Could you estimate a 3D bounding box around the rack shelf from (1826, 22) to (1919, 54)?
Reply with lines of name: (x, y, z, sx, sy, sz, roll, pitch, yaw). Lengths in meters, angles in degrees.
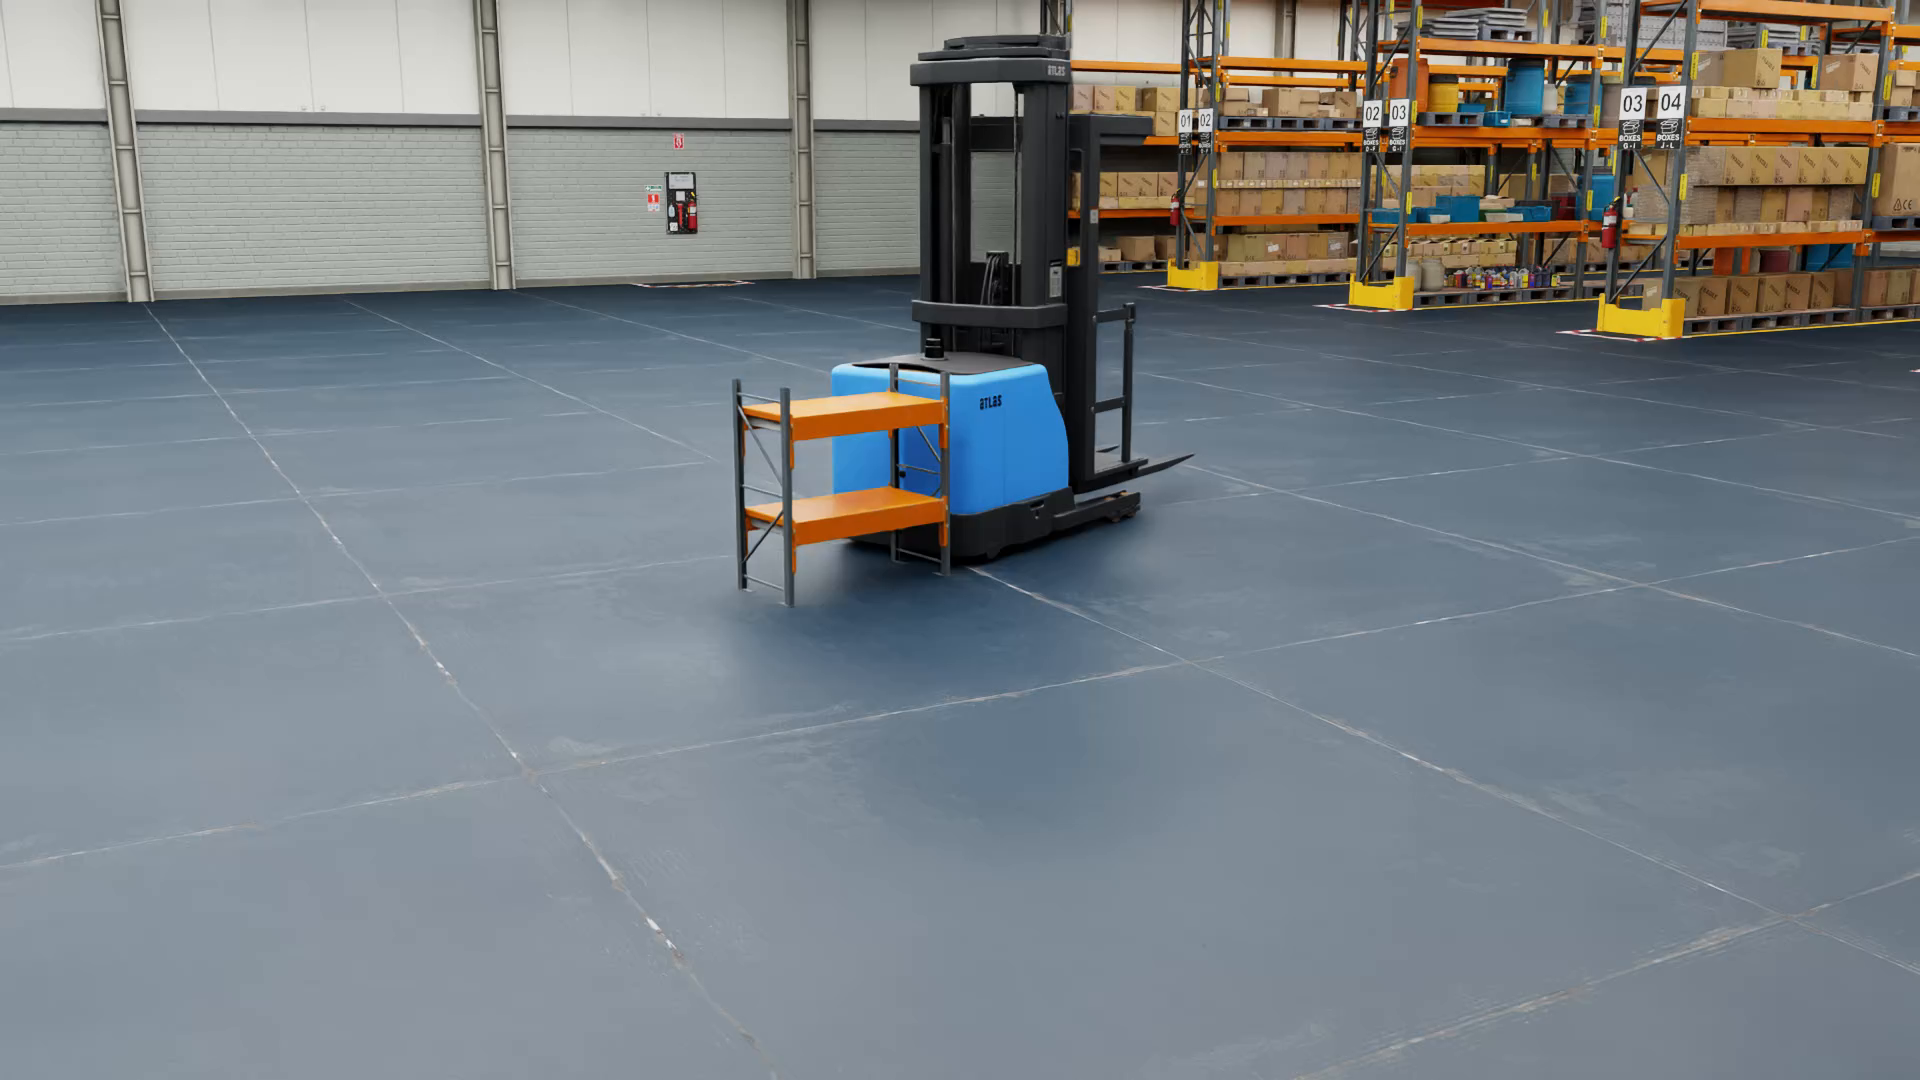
rack shelf: (14.332, -7.247, 24.280, 4.000, 0.370, 1.077, -7, 14, -28)

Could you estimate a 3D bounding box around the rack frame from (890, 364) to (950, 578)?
rack frame: (-0.223, -0.386, 9.175, 0.032, 1.125, 0.500, -10, 16, -38)

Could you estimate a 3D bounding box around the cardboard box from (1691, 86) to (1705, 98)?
cardboard box: (9.418, -5.805, 21.585, 0.250, 0.149, 0.380, -7, 14, -28)

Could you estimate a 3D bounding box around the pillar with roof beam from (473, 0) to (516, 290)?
pillar with roof beam: (-6.325, -8.174, 25.849, 0.400, 9.000, 9.100, -7, 14, -28)

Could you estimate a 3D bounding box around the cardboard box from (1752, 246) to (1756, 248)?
cardboard box: (18.007, -6.719, 37.736, 0.500, 0.500, 0.500, -7, 14, -28)

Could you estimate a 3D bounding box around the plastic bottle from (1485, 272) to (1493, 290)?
plastic bottle: (8.640, -4.230, 27.173, 0.133, 0.283, 0.061, -7, 14, -27)

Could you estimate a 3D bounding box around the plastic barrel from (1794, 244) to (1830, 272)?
plastic barrel: (16.118, -5.505, 31.475, 0.708, 0.901, 0.600, -7, 14, -28)

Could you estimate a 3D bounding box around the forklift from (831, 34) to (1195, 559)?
forklift: (0.502, -1.593, 10.426, 1.130, 2.935, 3.031, 9, 15, 35)

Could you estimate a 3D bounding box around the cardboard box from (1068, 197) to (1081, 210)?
cardboard box: (2.526, -7.026, 34.706, 0.500, 0.250, 0.500, -7, 15, -29)

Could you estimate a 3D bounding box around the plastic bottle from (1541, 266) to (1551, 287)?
plastic bottle: (9.776, -4.410, 27.816, 0.185, 0.351, 0.144, -7, 15, -29)

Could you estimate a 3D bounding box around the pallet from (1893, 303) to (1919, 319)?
pallet: (14.331, -3.507, 25.126, 1.213, 0.211, 1.003, -7, 14, -28)

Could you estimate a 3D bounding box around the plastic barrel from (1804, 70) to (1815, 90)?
plastic barrel: (15.800, -8.156, 30.502, 0.708, 0.901, 0.600, -7, 14, -28)

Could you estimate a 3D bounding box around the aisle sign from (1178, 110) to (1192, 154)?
aisle sign: (4.124, -7.463, 30.431, 0.004, 0.787, 0.394, -7, 14, -28)

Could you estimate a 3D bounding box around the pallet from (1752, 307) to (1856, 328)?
pallet: (12.004, -3.218, 23.842, 1.213, 0.211, 1.003, -7, 14, -28)

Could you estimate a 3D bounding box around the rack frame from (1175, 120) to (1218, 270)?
rack frame: (4.322, -6.145, 30.495, 0.127, 3.000, 1.000, -7, 14, -28)

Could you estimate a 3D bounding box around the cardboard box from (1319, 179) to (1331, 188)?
cardboard box: (6.803, -6.755, 31.498, 0.250, 0.149, 0.380, -7, 14, -28)

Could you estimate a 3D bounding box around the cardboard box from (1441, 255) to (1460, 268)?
cardboard box: (9.655, -5.586, 33.317, 0.500, 0.250, 0.500, -7, 14, -27)

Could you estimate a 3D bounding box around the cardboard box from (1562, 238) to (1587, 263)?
cardboard box: (12.780, -6.083, 34.909, 0.500, 0.500, 0.500, -7, 14, -29)

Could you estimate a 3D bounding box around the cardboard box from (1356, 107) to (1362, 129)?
cardboard box: (9.357, -9.729, 38.358, 0.500, 0.500, 0.700, -8, 15, -32)

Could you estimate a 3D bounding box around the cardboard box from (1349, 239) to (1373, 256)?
cardboard box: (8.051, -5.801, 32.994, 0.500, 0.311, 0.500, -7, 14, -28)

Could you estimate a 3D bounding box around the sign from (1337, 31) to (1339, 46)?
sign: (8.698, -11.507, 38.170, 0.005, 0.325, 0.100, -7, 14, -28)

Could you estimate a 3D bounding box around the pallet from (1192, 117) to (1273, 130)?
pallet: (4.955, -7.635, 30.484, 1.213, 0.211, 1.003, -7, 14, -28)

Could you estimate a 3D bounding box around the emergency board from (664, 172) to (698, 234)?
emergency board: (-5.308, -6.456, 31.876, 0.643, 1.169, 0.194, -7, 14, -28)

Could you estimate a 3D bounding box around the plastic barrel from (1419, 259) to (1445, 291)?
plastic barrel: (7.673, -4.318, 27.086, 0.421, 0.512, 0.421, 0, 13, 0)

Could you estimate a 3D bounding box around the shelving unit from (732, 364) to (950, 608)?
shelving unit: (-0.618, -0.316, 8.863, 1.048, 1.125, 0.538, -10, 16, -38)

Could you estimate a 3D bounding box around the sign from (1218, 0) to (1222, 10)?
sign: (4.583, -9.497, 29.238, 0.005, 0.325, 0.100, -7, 14, -28)

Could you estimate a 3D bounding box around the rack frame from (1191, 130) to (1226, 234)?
rack frame: (5.456, -7.520, 36.605, 0.127, 3.000, 1.000, -7, 14, -28)

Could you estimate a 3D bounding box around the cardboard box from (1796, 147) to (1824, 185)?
cardboard box: (11.436, -5.132, 22.813, 0.500, 0.500, 0.500, -7, 14, -28)

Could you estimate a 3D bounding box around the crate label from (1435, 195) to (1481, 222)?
crate label: (8.178, -5.453, 27.340, 0.616, 0.435, 0.502, -7, 14, -28)

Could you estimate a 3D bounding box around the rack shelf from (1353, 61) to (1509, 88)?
rack shelf: (9.589, -9.157, 32.764, 4.000, 0.370, 1.077, -7, 14, -28)

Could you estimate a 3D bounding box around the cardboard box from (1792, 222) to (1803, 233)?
cardboard box: (11.408, -4.333, 23.014, 0.250, 0.149, 0.380, -7, 14, -28)

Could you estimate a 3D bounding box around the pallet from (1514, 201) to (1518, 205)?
pallet: (11.905, -6.978, 34.633, 1.003, 0.211, 1.213, -7, 14, -28)

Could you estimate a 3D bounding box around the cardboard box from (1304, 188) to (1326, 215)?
cardboard box: (6.545, -6.458, 31.658, 0.500, 0.500, 0.700, -7, 14, -27)

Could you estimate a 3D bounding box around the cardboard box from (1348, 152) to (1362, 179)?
cardboard box: (7.447, -7.200, 31.999, 0.500, 0.500, 0.700, -7, 14, -28)

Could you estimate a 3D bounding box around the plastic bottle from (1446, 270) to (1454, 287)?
plastic bottle: (8.188, -4.373, 27.806, 0.133, 0.283, 0.061, -6, 14, -26)

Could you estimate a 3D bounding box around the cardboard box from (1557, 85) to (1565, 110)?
cardboard box: (12.178, -9.085, 34.222, 0.500, 0.500, 0.500, -7, 14, -28)

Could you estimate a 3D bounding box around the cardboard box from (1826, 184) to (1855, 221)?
cardboard box: (12.152, -4.815, 23.679, 0.500, 0.500, 0.875, -7, 14, -28)

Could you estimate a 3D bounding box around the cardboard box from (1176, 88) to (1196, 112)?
cardboard box: (4.668, -9.365, 35.420, 0.500, 0.500, 0.500, -6, 14, -25)

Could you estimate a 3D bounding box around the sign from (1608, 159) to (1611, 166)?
sign: (16.237, -9.357, 41.590, 0.005, 0.325, 0.100, -7, 14, -28)

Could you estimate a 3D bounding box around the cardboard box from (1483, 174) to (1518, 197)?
cardboard box: (12.962, -8.562, 40.552, 0.700, 0.700, 0.980, -7, 14, -27)

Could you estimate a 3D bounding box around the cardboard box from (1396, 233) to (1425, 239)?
cardboard box: (10.448, -7.240, 39.300, 0.750, 0.750, 0.750, -7, 14, -28)

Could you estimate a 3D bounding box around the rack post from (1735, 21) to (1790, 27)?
rack post: (14.351, -9.311, 29.724, 0.986, 0.289, 0.624, -7, 14, -28)

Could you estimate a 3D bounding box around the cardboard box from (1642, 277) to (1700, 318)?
cardboard box: (9.622, -3.283, 22.516, 0.500, 0.500, 0.500, -4, 13, -17)

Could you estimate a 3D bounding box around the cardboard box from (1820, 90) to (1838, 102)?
cardboard box: (11.743, -6.064, 22.735, 0.250, 0.149, 0.380, -7, 15, -30)

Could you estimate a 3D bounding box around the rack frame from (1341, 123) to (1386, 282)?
rack frame: (7.833, -6.566, 32.365, 0.127, 3.000, 1.000, -7, 14, -28)

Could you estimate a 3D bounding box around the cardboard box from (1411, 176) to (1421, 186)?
cardboard box: (10.416, -8.252, 38.905, 0.500, 0.500, 0.500, -7, 14, -28)

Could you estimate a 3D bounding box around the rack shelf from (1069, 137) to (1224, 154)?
rack shelf: (3.701, -8.422, 35.420, 4.000, 0.370, 1.077, -7, 14, -28)

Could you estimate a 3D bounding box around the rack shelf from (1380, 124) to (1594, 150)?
rack shelf: (8.448, -6.513, 26.936, 4.000, 0.370, 1.077, -7, 14, -28)

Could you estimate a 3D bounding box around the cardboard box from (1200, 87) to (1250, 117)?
cardboard box: (4.829, -7.992, 30.358, 0.637, 0.503, 0.797, -6, 14, -24)

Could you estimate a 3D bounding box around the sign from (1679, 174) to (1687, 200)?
sign: (9.326, -4.553, 21.451, 0.005, 0.325, 0.100, -7, 14, -28)

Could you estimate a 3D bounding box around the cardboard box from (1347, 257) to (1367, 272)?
cardboard box: (7.531, -5.338, 32.217, 0.500, 0.250, 0.500, -7, 14, -28)

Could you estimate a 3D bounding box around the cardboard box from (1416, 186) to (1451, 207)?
cardboard box: (9.417, -6.800, 33.180, 0.500, 0.500, 0.500, -7, 14, -28)

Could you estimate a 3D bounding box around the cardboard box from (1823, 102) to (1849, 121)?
cardboard box: (11.838, -5.895, 22.896, 0.500, 0.250, 0.500, -6, 14, -26)

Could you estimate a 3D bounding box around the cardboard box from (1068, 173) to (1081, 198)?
cardboard box: (2.508, -7.394, 34.633, 0.500, 0.500, 0.500, -7, 14, -28)
